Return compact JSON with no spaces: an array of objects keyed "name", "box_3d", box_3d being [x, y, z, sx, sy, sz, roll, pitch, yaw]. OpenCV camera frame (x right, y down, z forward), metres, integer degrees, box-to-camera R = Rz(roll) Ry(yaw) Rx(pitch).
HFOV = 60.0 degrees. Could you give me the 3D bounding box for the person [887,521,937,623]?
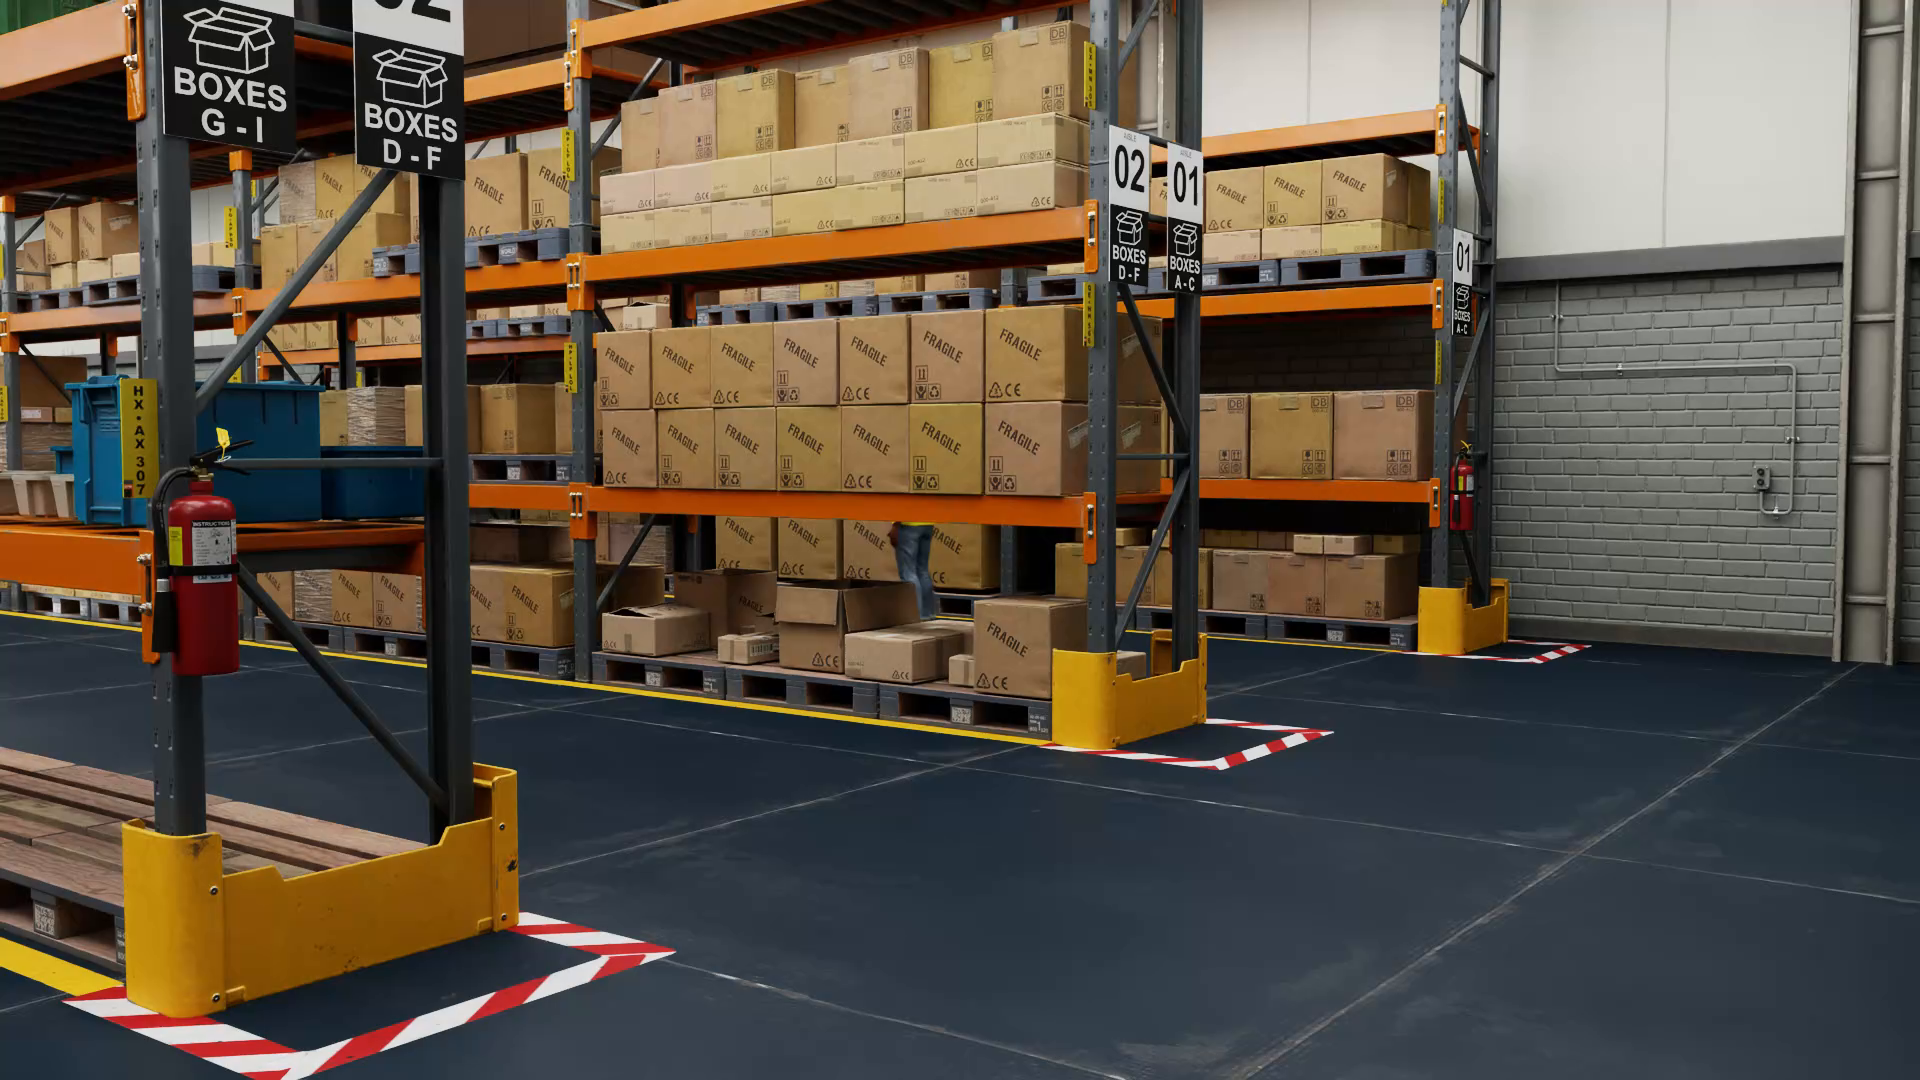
[{"name":"person","box_3d":[-0.409,-0.091,14.323,0.378,1.811,0.563,2,4,38]}]
